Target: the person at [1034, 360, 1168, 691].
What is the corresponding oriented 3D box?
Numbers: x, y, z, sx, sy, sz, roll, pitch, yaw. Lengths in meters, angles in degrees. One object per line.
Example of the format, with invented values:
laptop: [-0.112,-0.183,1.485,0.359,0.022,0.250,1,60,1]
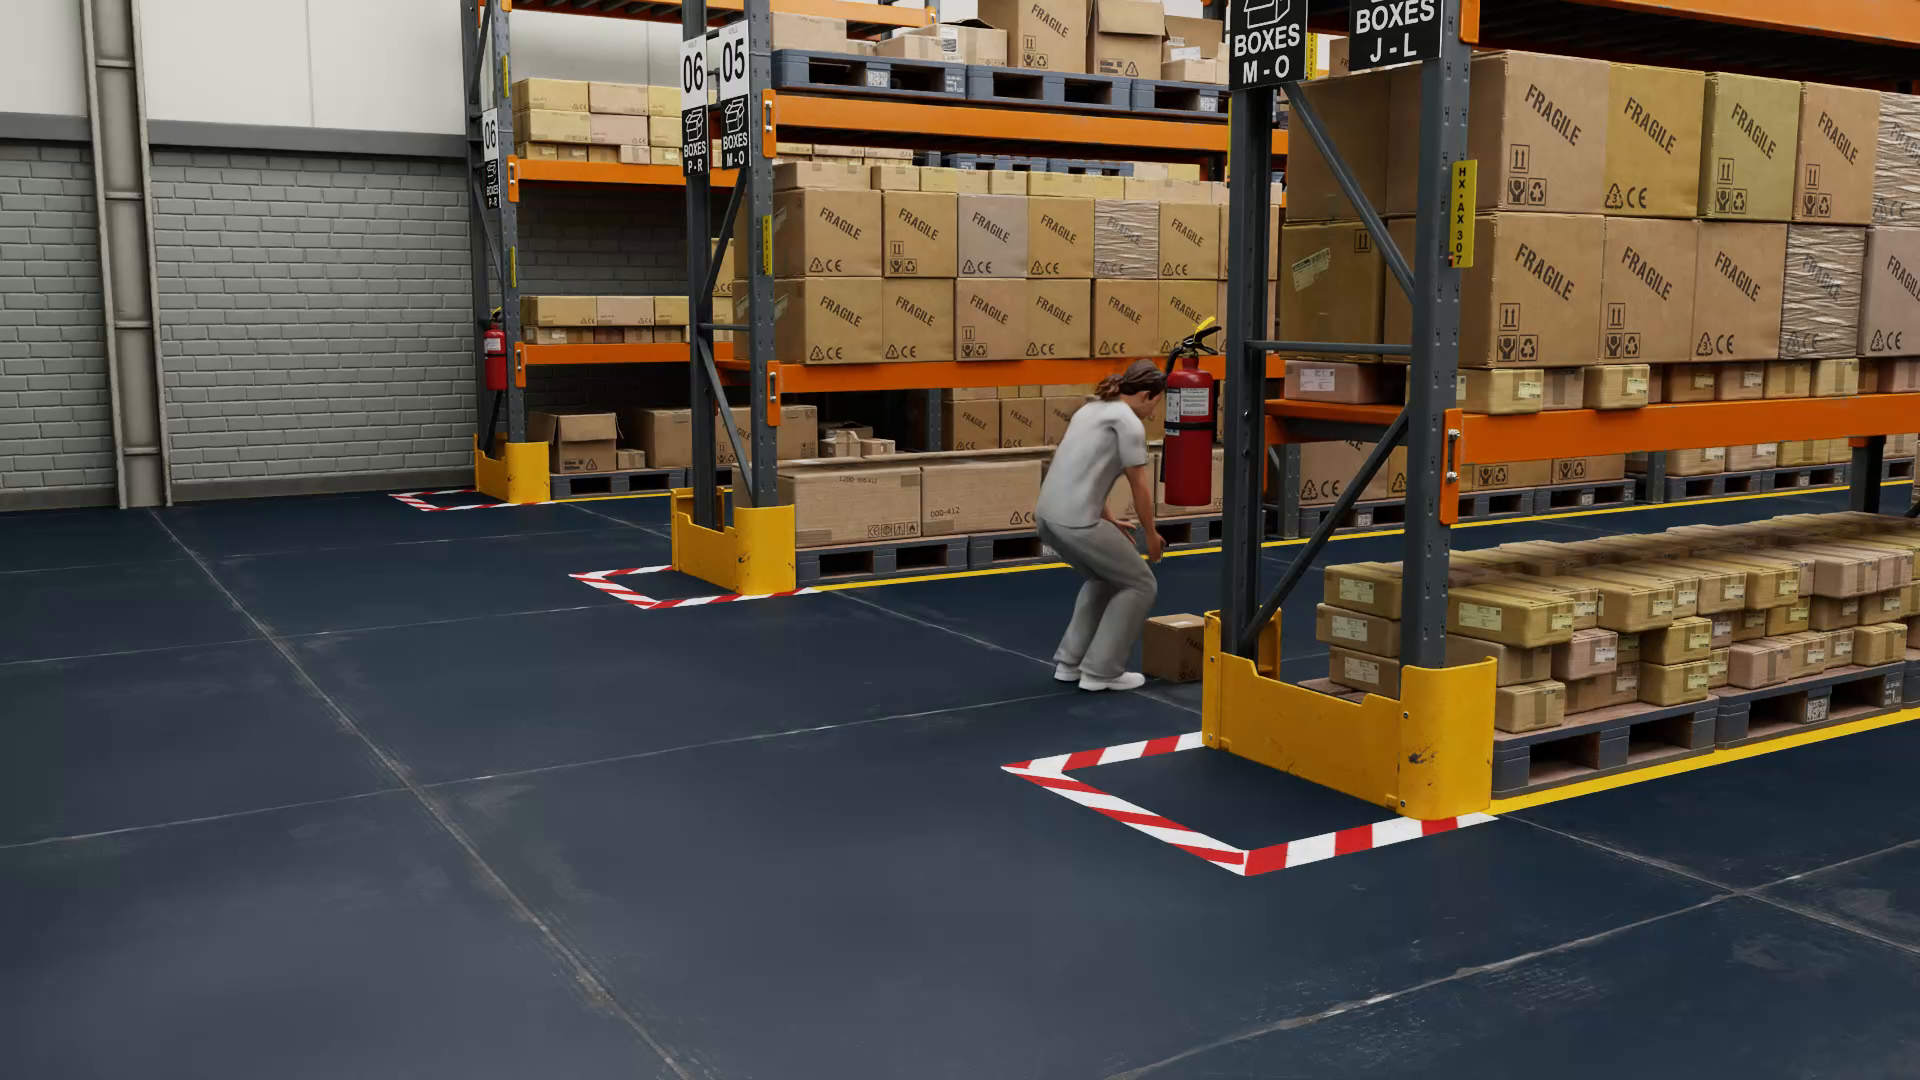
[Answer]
person: [0.619,-0.073,7.263,0.615,1.417,0.490,-3,9,-22]
